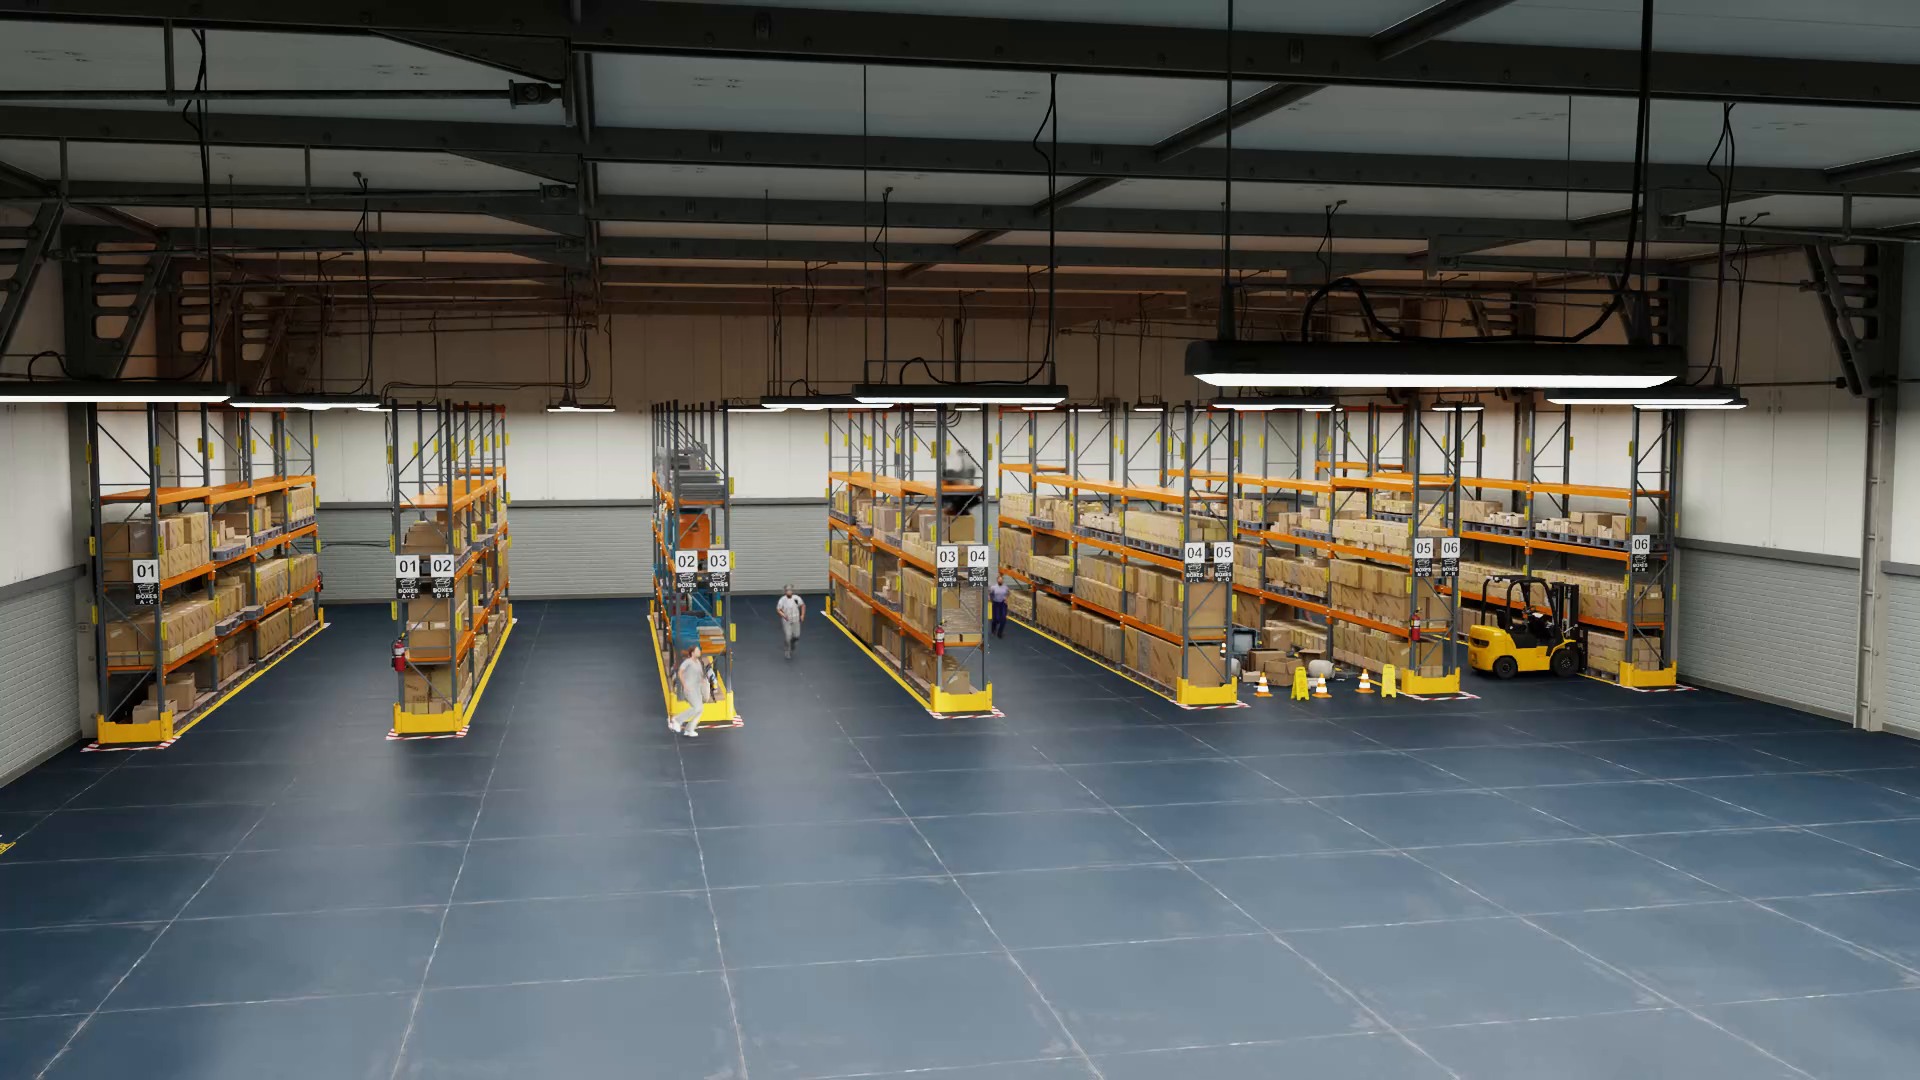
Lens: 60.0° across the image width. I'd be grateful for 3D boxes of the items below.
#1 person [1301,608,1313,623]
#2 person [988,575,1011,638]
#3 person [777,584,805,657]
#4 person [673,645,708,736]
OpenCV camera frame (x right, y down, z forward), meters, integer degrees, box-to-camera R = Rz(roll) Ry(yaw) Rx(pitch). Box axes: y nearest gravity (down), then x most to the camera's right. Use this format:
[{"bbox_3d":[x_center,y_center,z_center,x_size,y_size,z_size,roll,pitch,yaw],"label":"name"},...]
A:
[{"bbox_3d":[9.208,1.530,44.295,0.562,1.692,0.904,-1,5,-18],"label":"person"},{"bbox_3d":[1.026,1.712,42.611,0.603,1.606,0.536,-1,4,-14],"label":"person"},{"bbox_3d":[-3.981,1.905,39.249,0.690,1.748,0.657,-1,4,-14],"label":"person"},{"bbox_3d":[-4.802,2.681,29.771,0.534,1.600,0.607,2,5,21],"label":"person"}]
